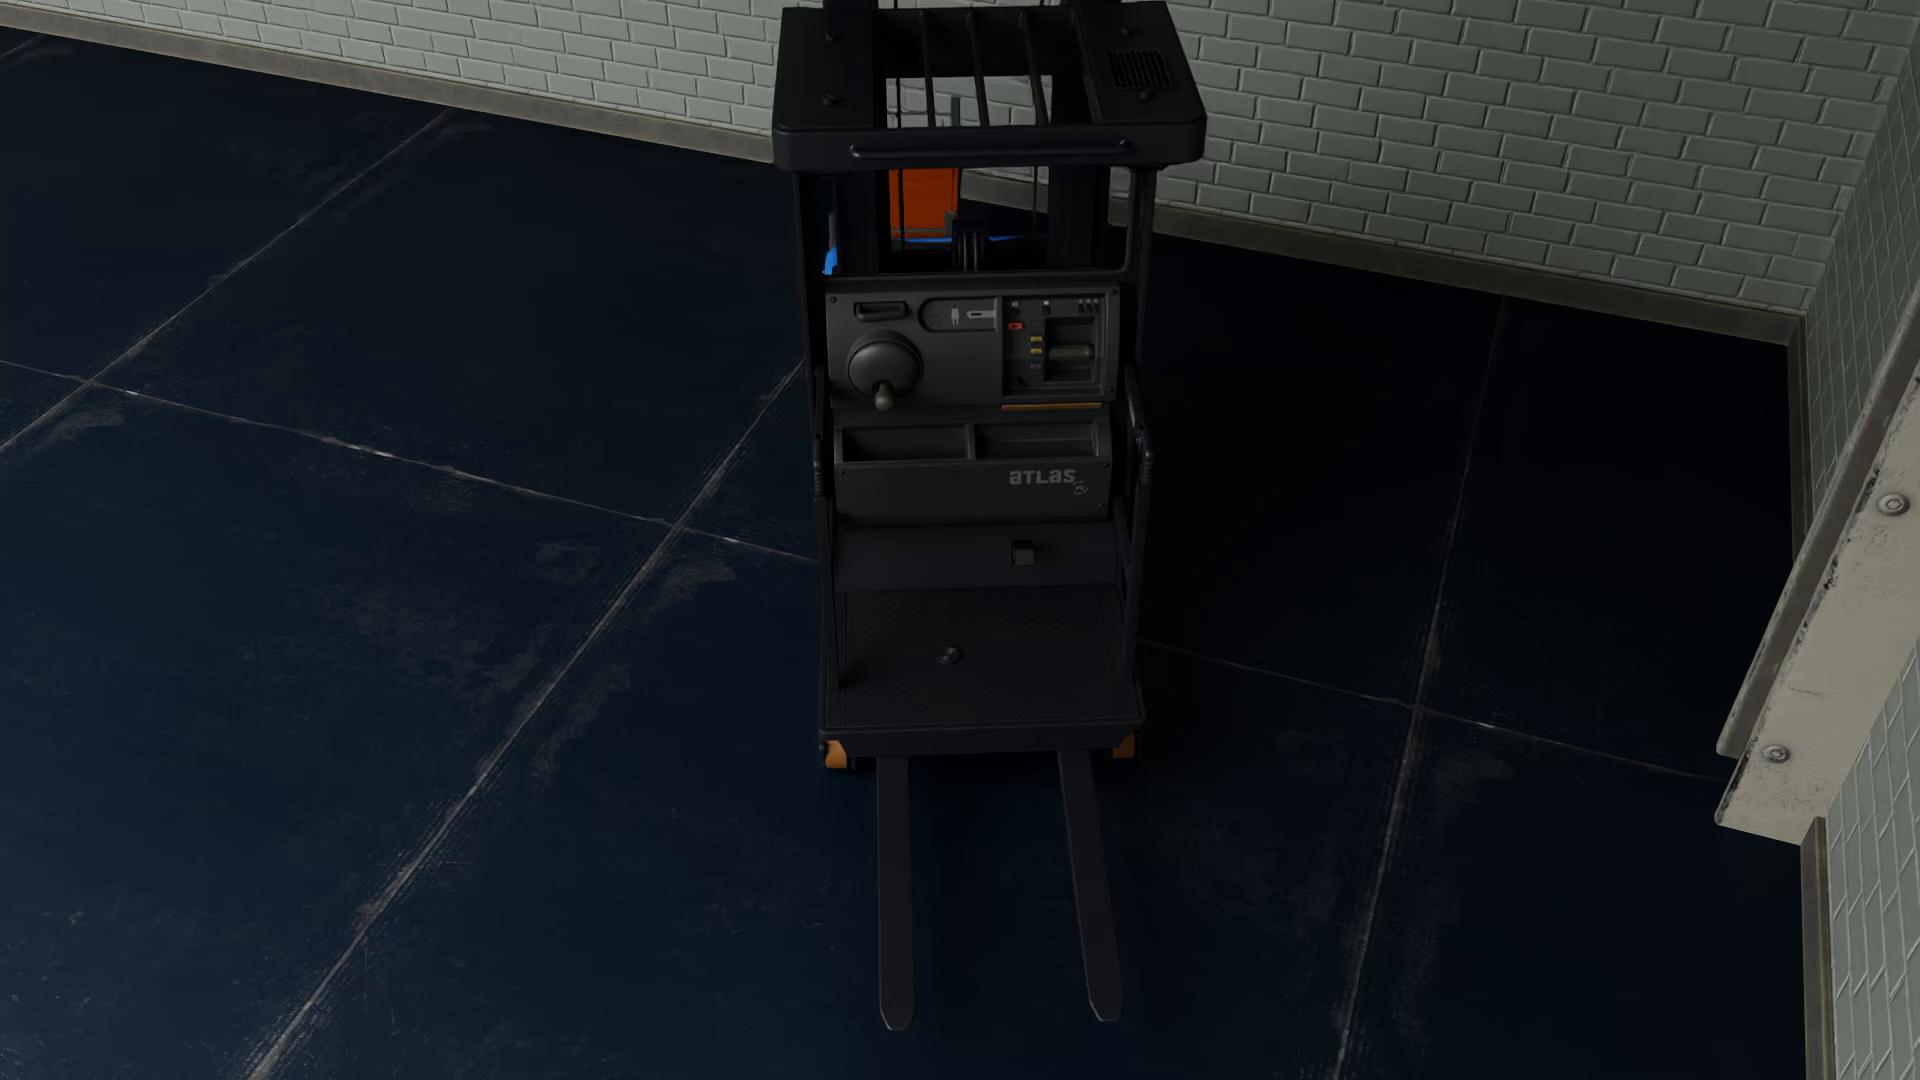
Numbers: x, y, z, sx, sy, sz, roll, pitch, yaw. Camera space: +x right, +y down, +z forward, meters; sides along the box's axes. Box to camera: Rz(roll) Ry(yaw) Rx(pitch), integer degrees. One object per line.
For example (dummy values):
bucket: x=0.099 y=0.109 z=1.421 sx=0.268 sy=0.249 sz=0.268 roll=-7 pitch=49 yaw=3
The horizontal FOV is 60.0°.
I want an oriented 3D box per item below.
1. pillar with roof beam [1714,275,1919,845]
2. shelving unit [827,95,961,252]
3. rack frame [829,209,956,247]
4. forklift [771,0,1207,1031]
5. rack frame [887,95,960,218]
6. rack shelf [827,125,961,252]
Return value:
pillar with roof beam: x=-1.280 y=-3.506 z=3.926 sx=9.100 sy=9.000 sz=0.400 roll=13 pitch=42 yaw=15
shelving unit: x=-0.258 y=-1.190 z=7.278 sx=0.538 sy=1.125 sz=1.048 roll=1 pitch=40 yaw=1
rack frame: x=-0.265 y=-0.860 z=6.892 sx=0.500 sy=1.125 sz=0.032 roll=1 pitch=40 yaw=1
forklift: x=0.056 y=-0.534 z=5.117 sx=1.130 sy=2.935 sz=3.031 roll=-2 pitch=41 yaw=-2
rack frame: x=-0.250 y=-1.520 z=7.665 sx=0.500 sy=1.125 sz=0.032 roll=1 pitch=40 yaw=1
rack shelf: x=-0.258 y=-1.413 z=7.088 sx=0.538 sy=0.278 sz=1.000 roll=1 pitch=40 yaw=1
